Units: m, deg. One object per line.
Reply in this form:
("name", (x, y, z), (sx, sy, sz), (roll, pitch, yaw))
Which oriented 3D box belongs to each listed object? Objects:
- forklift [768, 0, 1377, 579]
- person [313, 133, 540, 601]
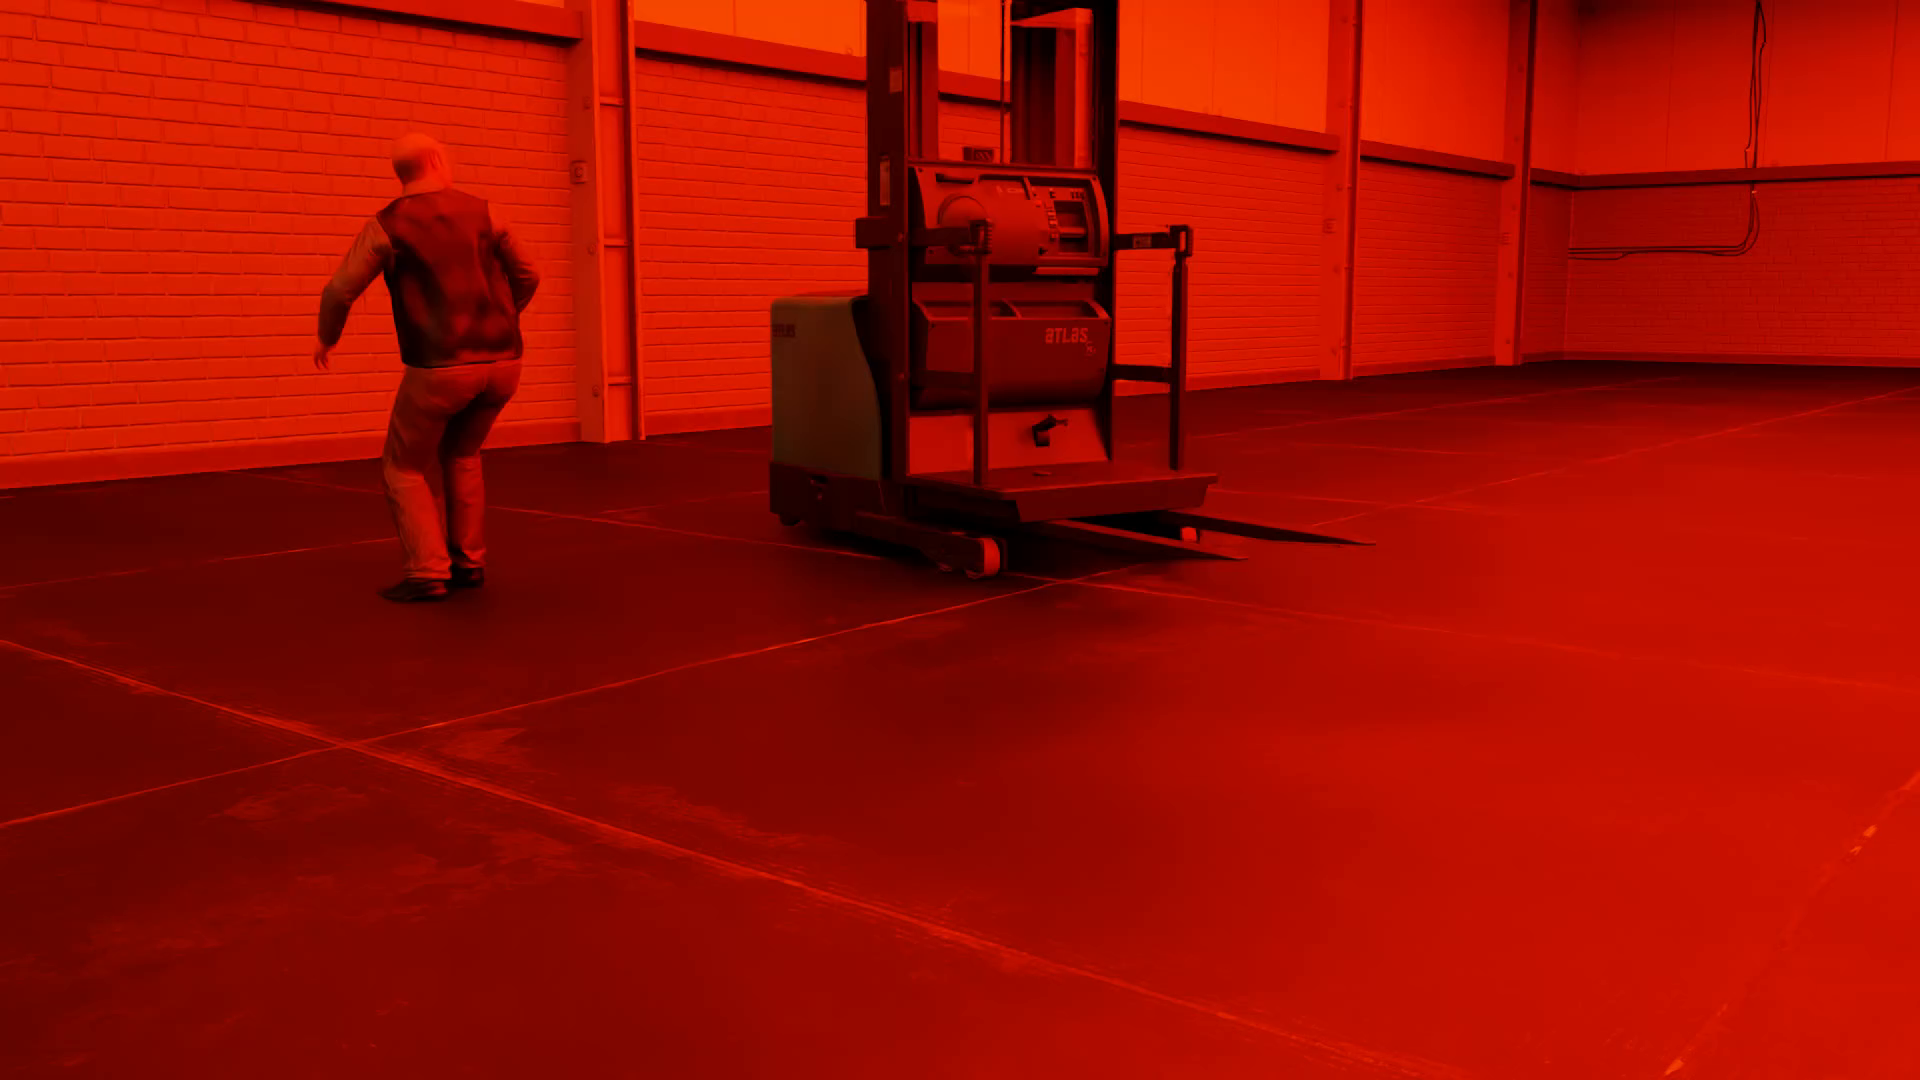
("forklift", (0.341, -1.377, 6.692), (1.130, 2.935, 3.031), (-6, 10, -33))
("person", (-1.933, -0.619, 6.052), (0.762, 1.682, 0.635), (-8, 12, -44))
